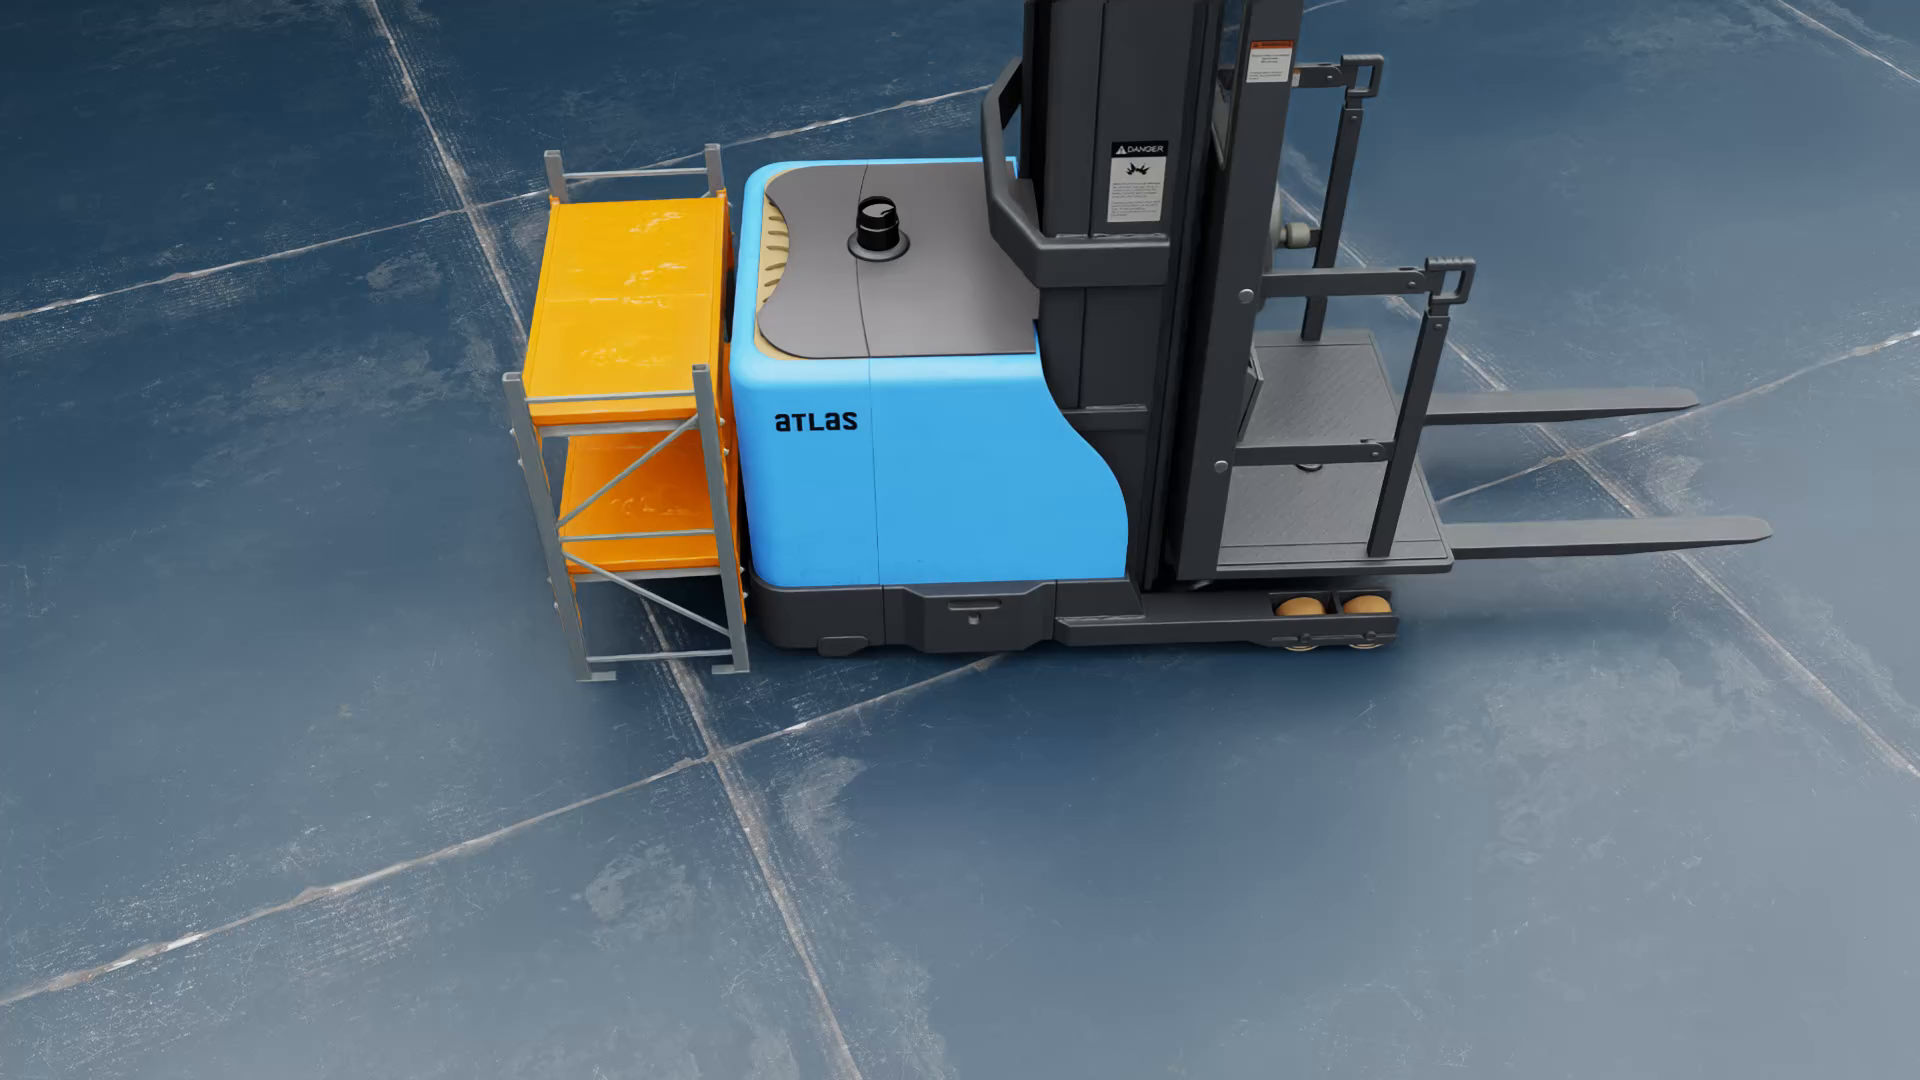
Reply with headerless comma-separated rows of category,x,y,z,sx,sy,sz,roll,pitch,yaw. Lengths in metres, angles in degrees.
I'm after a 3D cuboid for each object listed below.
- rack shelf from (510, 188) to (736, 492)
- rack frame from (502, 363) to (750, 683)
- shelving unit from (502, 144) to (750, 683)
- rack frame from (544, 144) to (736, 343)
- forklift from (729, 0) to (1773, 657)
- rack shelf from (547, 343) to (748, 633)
rack shelf,-0.904,-0.574,4.614,0.538,0.278,1.000,-3,45,-3
rack frame,-0.864,-0.010,4.459,0.500,1.125,0.032,-3,45,-3
shelving unit,-0.904,-0.366,4.820,0.538,1.125,1.048,-3,45,-3
rack frame,-0.943,-0.722,5.181,0.500,1.125,0.032,-3,45,-3
forklift,0.895,-1.088,4.266,3.031,2.935,1.130,-2,45,-2
rack shelf,-0.904,-0.192,4.992,0.538,0.278,1.000,-3,45,-3
